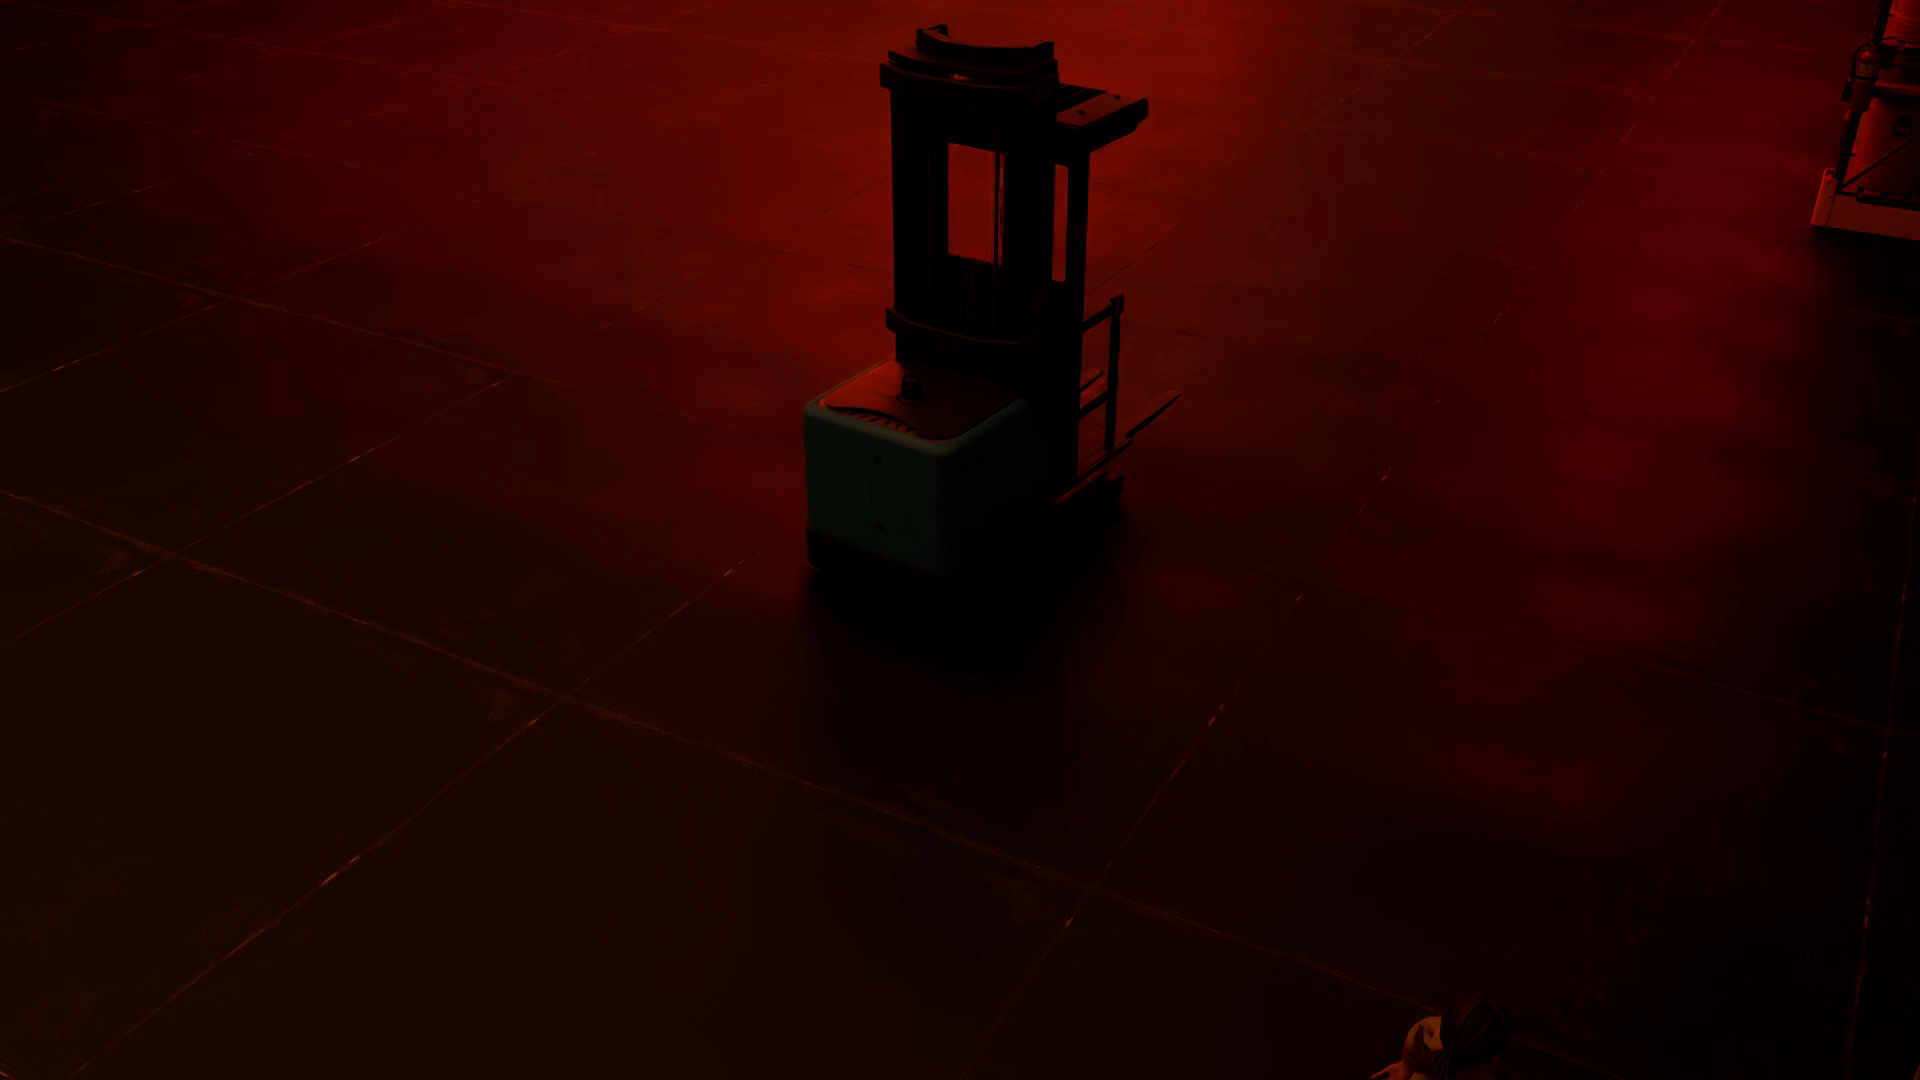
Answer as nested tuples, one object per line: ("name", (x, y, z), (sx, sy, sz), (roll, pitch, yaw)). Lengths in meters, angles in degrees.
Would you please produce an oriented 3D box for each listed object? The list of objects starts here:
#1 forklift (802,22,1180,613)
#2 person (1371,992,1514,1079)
("forklift", (0.364, -1.555, 9.765), (1.130, 2.935, 3.031), (19, 35, 29))
("person", (1.453, 1.992, 4.977), (0.475, 1.615, 0.917), (-18, 35, -28))
